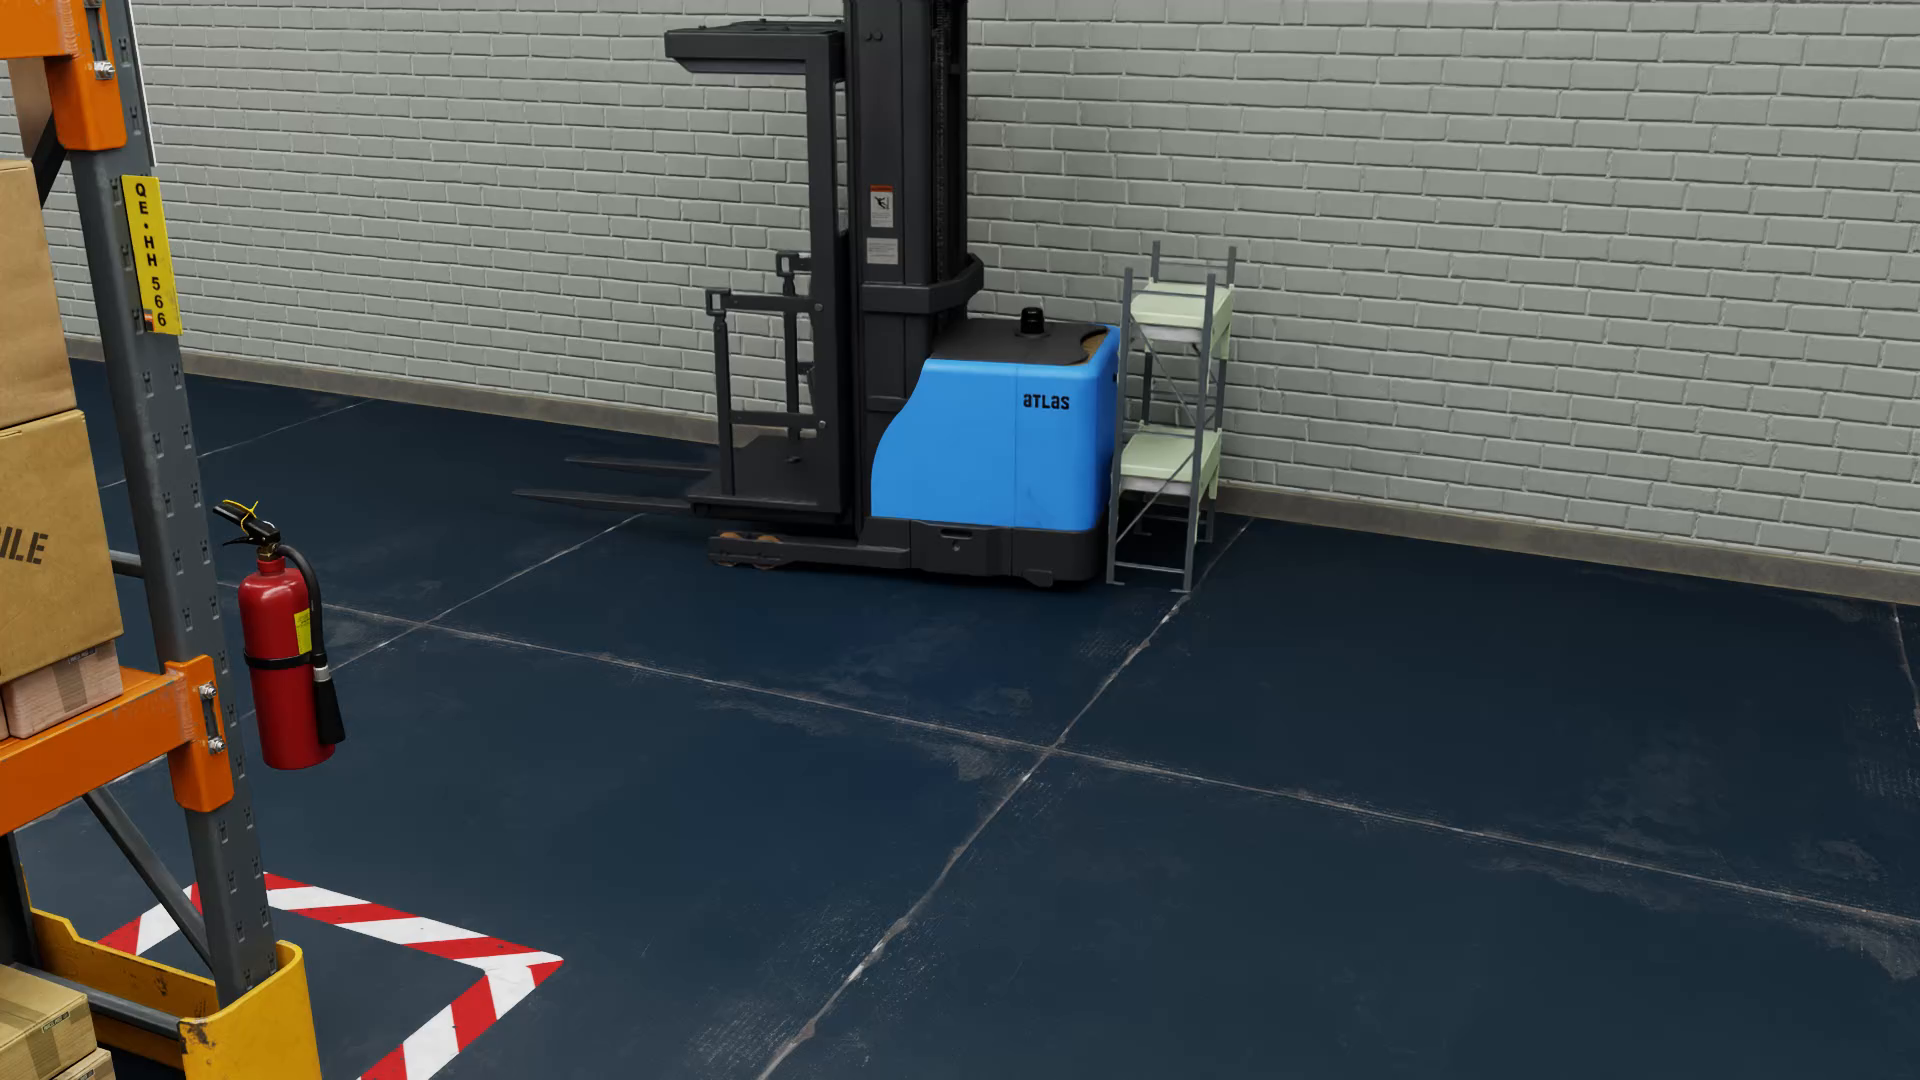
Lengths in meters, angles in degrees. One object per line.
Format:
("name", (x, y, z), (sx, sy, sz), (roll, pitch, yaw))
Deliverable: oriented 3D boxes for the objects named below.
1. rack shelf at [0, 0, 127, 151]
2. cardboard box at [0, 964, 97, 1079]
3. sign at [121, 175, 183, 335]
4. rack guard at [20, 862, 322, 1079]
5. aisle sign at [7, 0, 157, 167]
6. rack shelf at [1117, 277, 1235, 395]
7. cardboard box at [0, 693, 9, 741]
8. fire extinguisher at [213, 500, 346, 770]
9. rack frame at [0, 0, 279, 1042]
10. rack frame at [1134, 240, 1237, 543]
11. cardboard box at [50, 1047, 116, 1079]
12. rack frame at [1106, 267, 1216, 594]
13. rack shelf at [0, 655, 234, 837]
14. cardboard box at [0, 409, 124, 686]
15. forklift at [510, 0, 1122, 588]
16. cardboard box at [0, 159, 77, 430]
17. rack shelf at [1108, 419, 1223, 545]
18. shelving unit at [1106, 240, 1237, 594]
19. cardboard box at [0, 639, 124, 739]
("rack shelf", (-2.992, -0.440, 1.826), (1.077, 0.370, 4.000), (9, 21, 23))
("cardboard box", (-2.158, 1.085, 3.682), (0.380, 0.149, 0.250), (9, 21, 23))
("sign", (-1.675, -0.589, 3.448), (0.100, 0.325, 0.005), (9, 21, 23))
("rack guard", (-2.204, 1.224, 4.280), (1.175, 0.500, 0.348), (9, 21, 23))
("aisle sign", (-1.869, -1.183, 3.438), (0.394, 0.787, 0.004), (9, 21, 23))
("rack shelf", (1.013, -0.963, 7.755), (0.431, 0.370, 0.720), (7, 21, 14))
("cardboard box", (-2.185, 0.351, 3.380), (0.380, 0.149, 0.250), (9, 21, 23))
("fire extinguisher", (-1.649, 0.222, 4.041), (0.296, 0.674, 0.183), (9, 21, 23))
("rack frame", (-2.173, 0.023, 3.927), (1.000, 3.000, 0.127), (9, 21, 23))
("rack frame", (1.103, -0.714, 8.220), (0.400, 1.500, 0.023), (7, 21, 14))
("cardboard box", (-2.129, 1.229, 3.720), (0.380, 0.149, 0.250), (8, 21, 21))
("rack frame", (0.903, -0.478, 7.556), (0.400, 1.500, 0.023), (7, 21, 14))
("rack shelf", (-2.992, 0.974, 2.328), (1.077, 0.370, 4.000), (9, 21, 23))
("cardboard box", (-2.122, 0.009, 3.375), (0.500, 0.500, 0.500), (9, 21, 24))
("forklift", (-0.744, -1.401, 8.035), (3.031, 2.935, 1.130), (4, 20, 12))
("cardboard box", (-2.133, -0.461, 3.203), (0.500, 0.500, 0.500), (8, 21, 22))
("rack shelf", (0.995, -0.290, 8.000), (0.431, 0.370, 0.720), (7, 21, 14))
("shelving unit", (1.003, -0.596, 7.888), (0.431, 1.500, 0.755), (7, 21, 14))
("cardboard box", (-2.048, 0.280, 3.580), (0.380, 0.149, 0.250), (9, 21, 23))
